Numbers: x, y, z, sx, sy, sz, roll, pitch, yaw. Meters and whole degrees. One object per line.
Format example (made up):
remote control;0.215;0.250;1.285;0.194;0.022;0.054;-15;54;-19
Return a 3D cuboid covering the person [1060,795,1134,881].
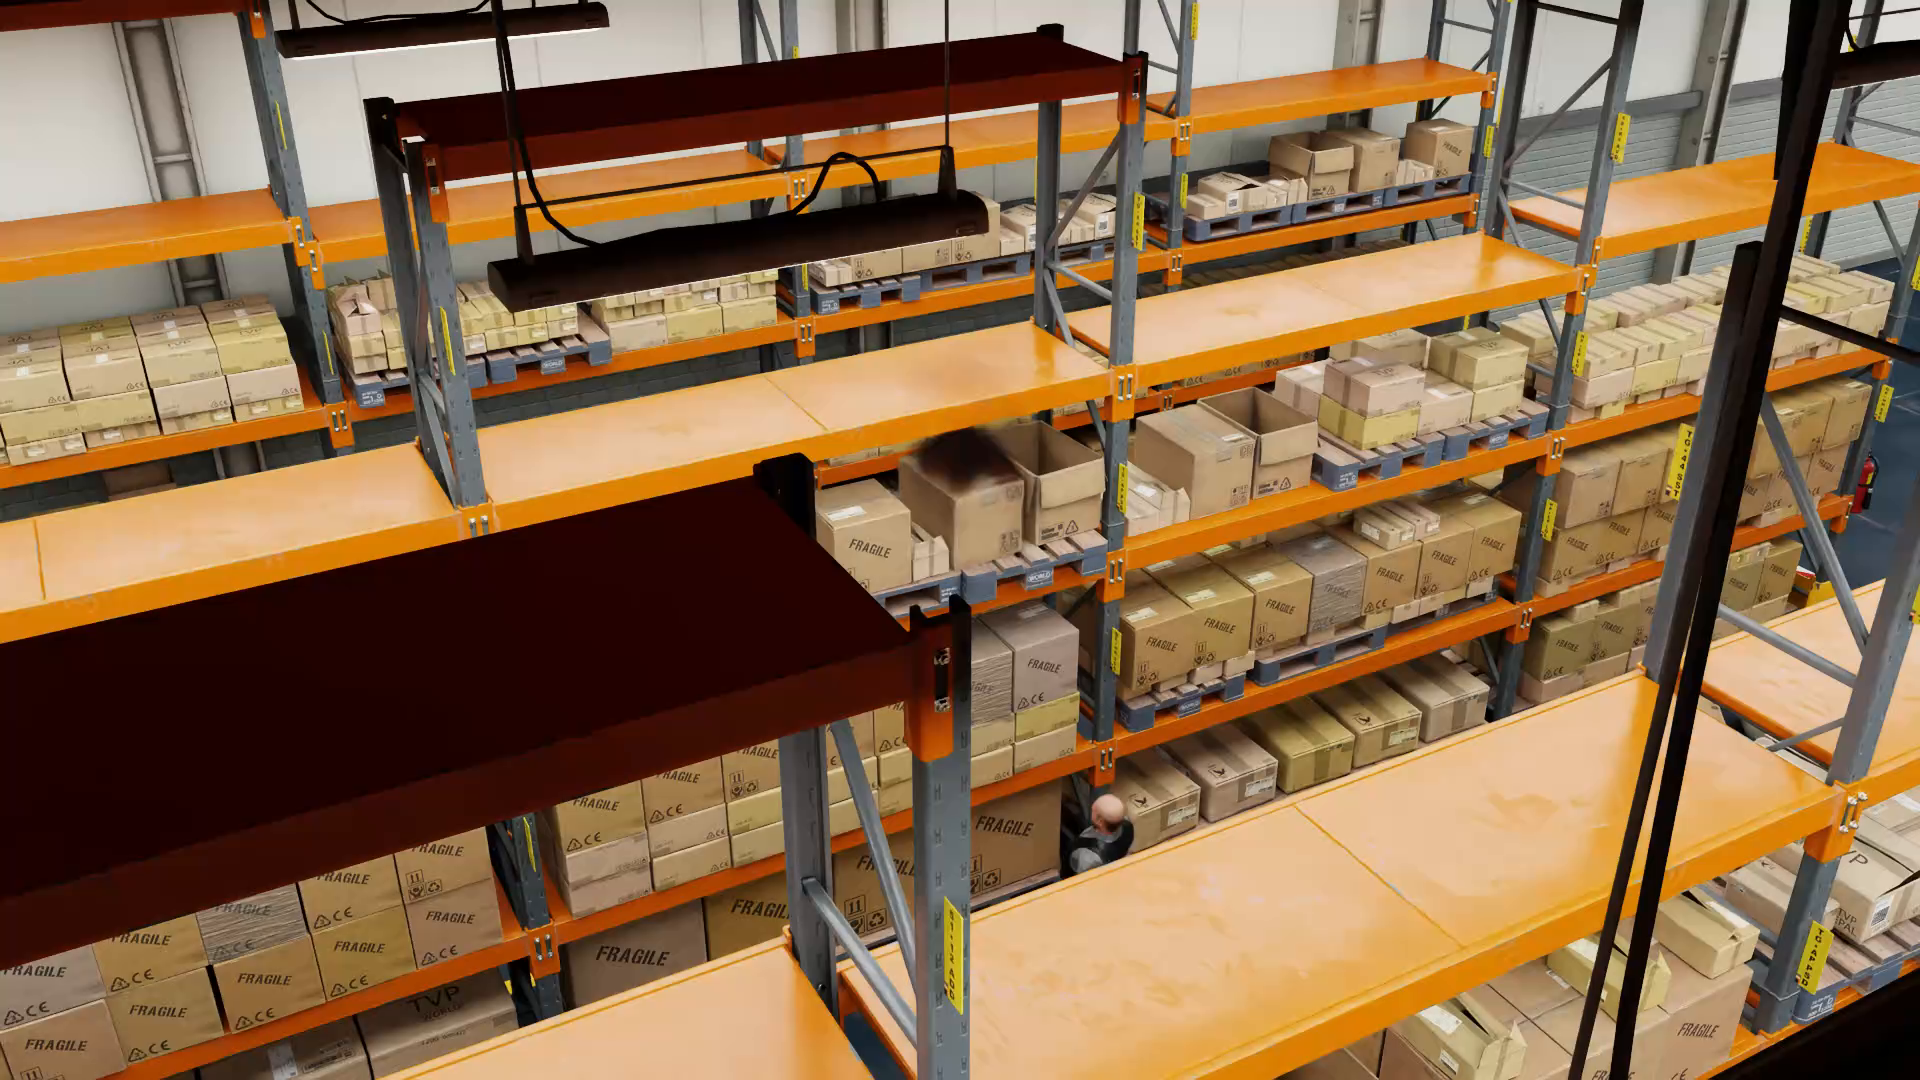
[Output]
person;0.805;2.236;10.382;0.495;1.707;0.642;10;29;17
